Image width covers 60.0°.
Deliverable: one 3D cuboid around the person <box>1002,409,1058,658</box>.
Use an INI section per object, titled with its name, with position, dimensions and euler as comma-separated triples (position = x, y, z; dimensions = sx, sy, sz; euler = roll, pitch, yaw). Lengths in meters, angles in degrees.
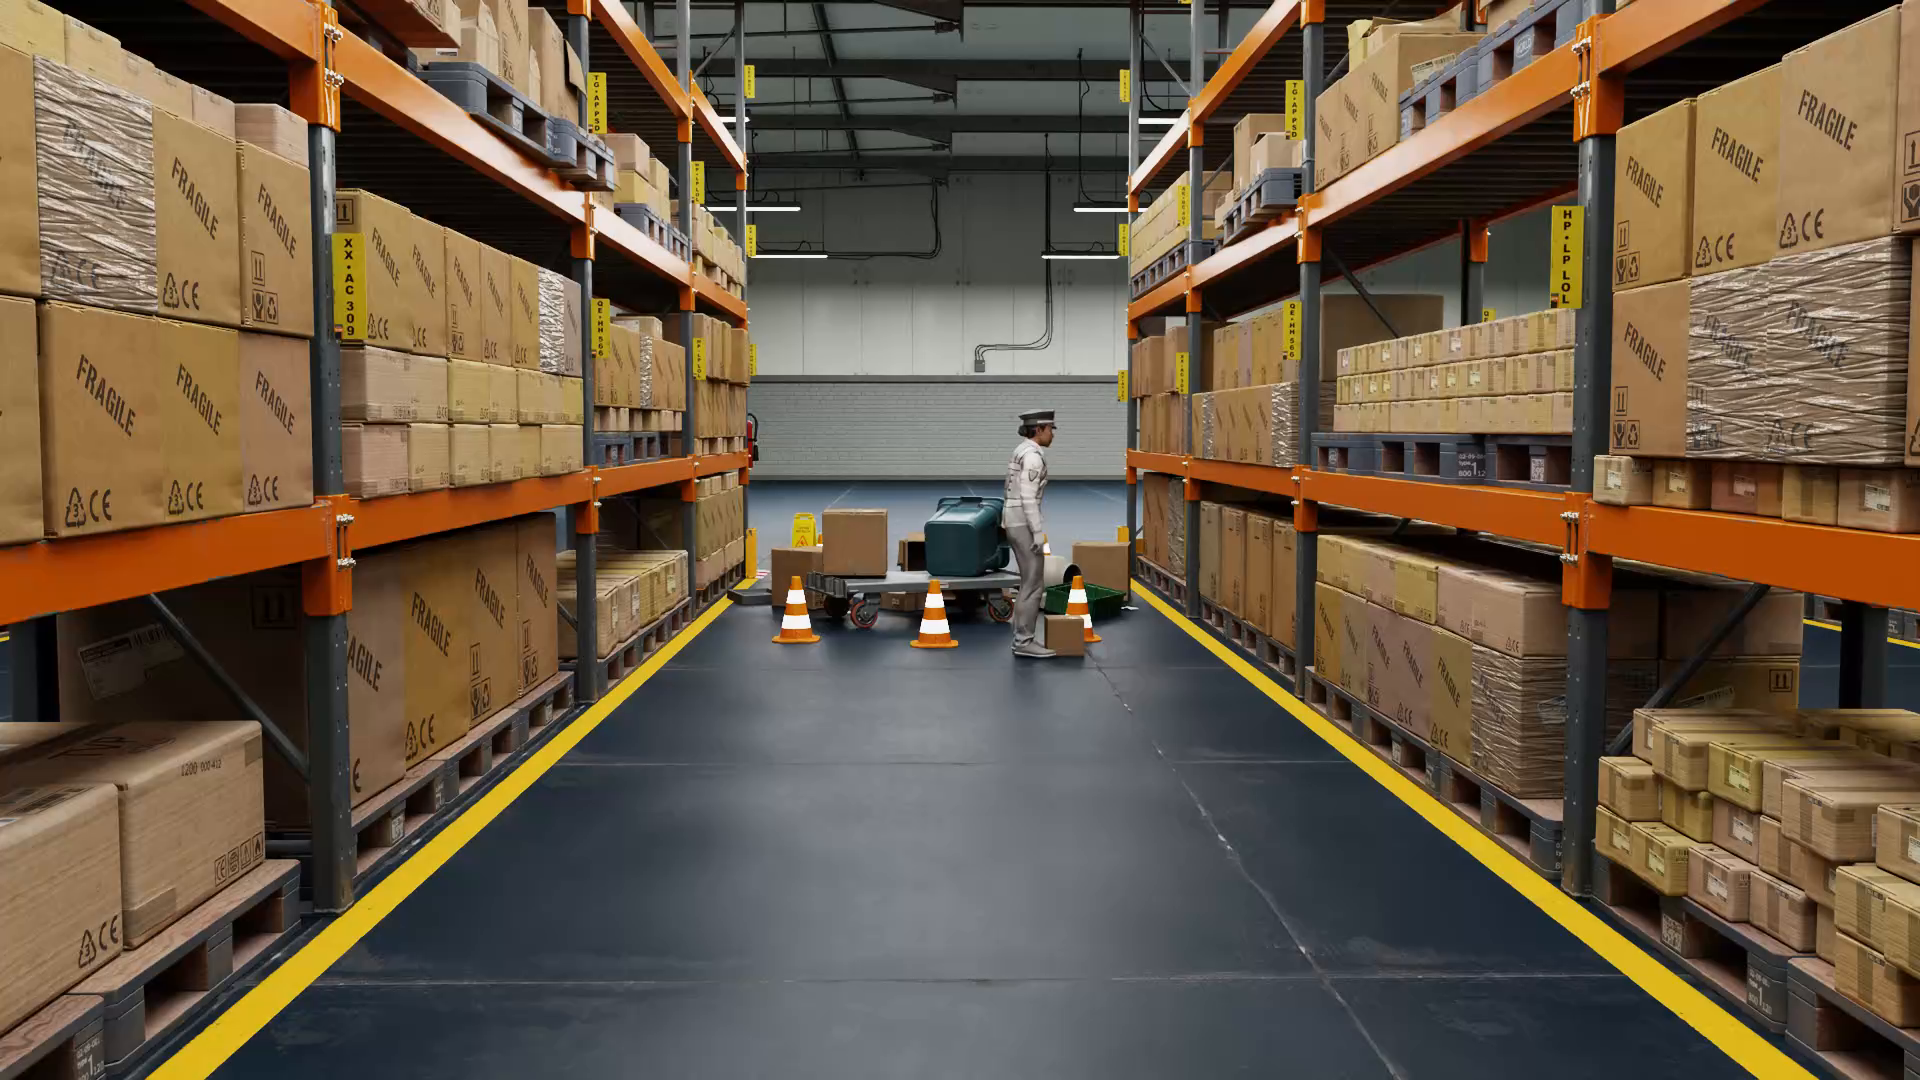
[person]
position = 0.476, -0.054, 11.280
dimensions = 0.377, 1.663, 0.538
euler = 0, 4, -3
